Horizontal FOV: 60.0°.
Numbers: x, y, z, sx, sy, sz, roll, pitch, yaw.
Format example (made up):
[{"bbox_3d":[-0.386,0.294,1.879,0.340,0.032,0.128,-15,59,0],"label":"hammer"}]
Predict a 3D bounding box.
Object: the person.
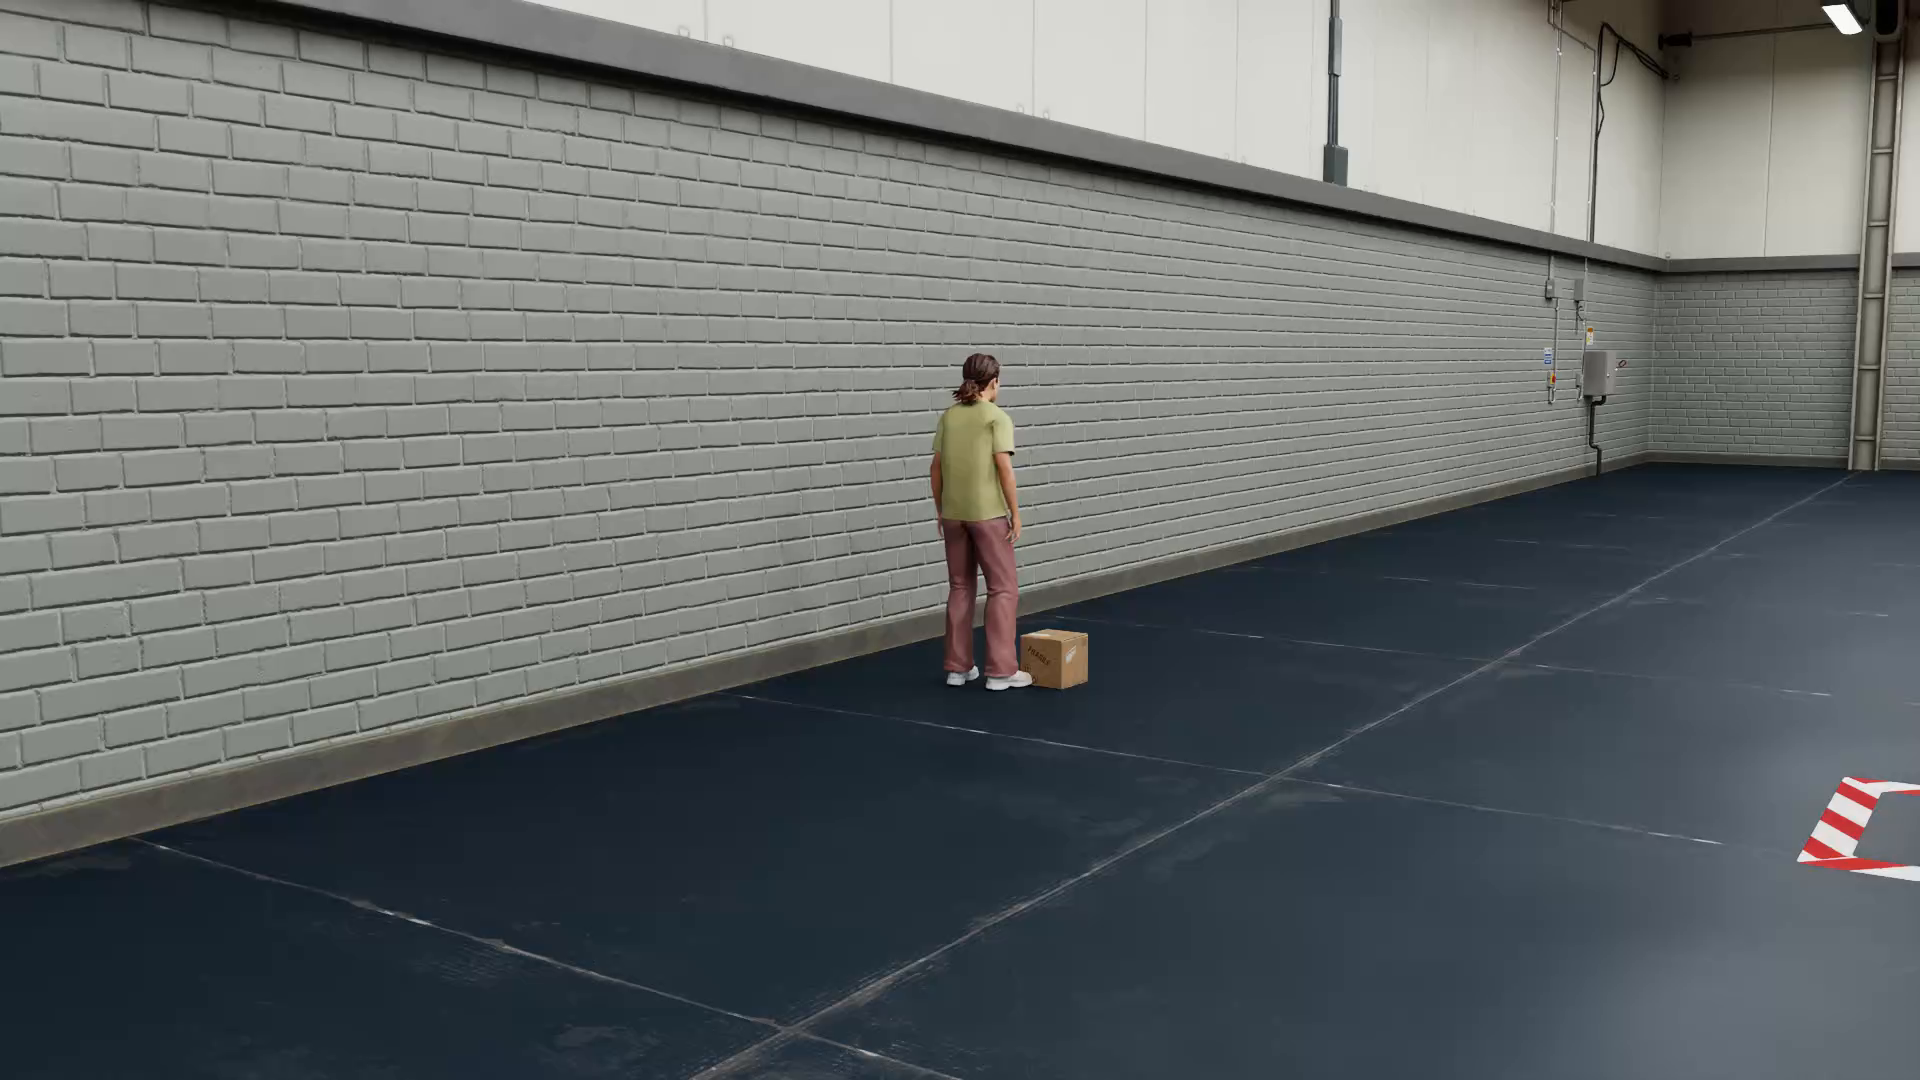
[{"bbox_3d":[0.095,-0.098,8.346,0.497,1.672,0.363,4,8,33],"label":"person"}]
